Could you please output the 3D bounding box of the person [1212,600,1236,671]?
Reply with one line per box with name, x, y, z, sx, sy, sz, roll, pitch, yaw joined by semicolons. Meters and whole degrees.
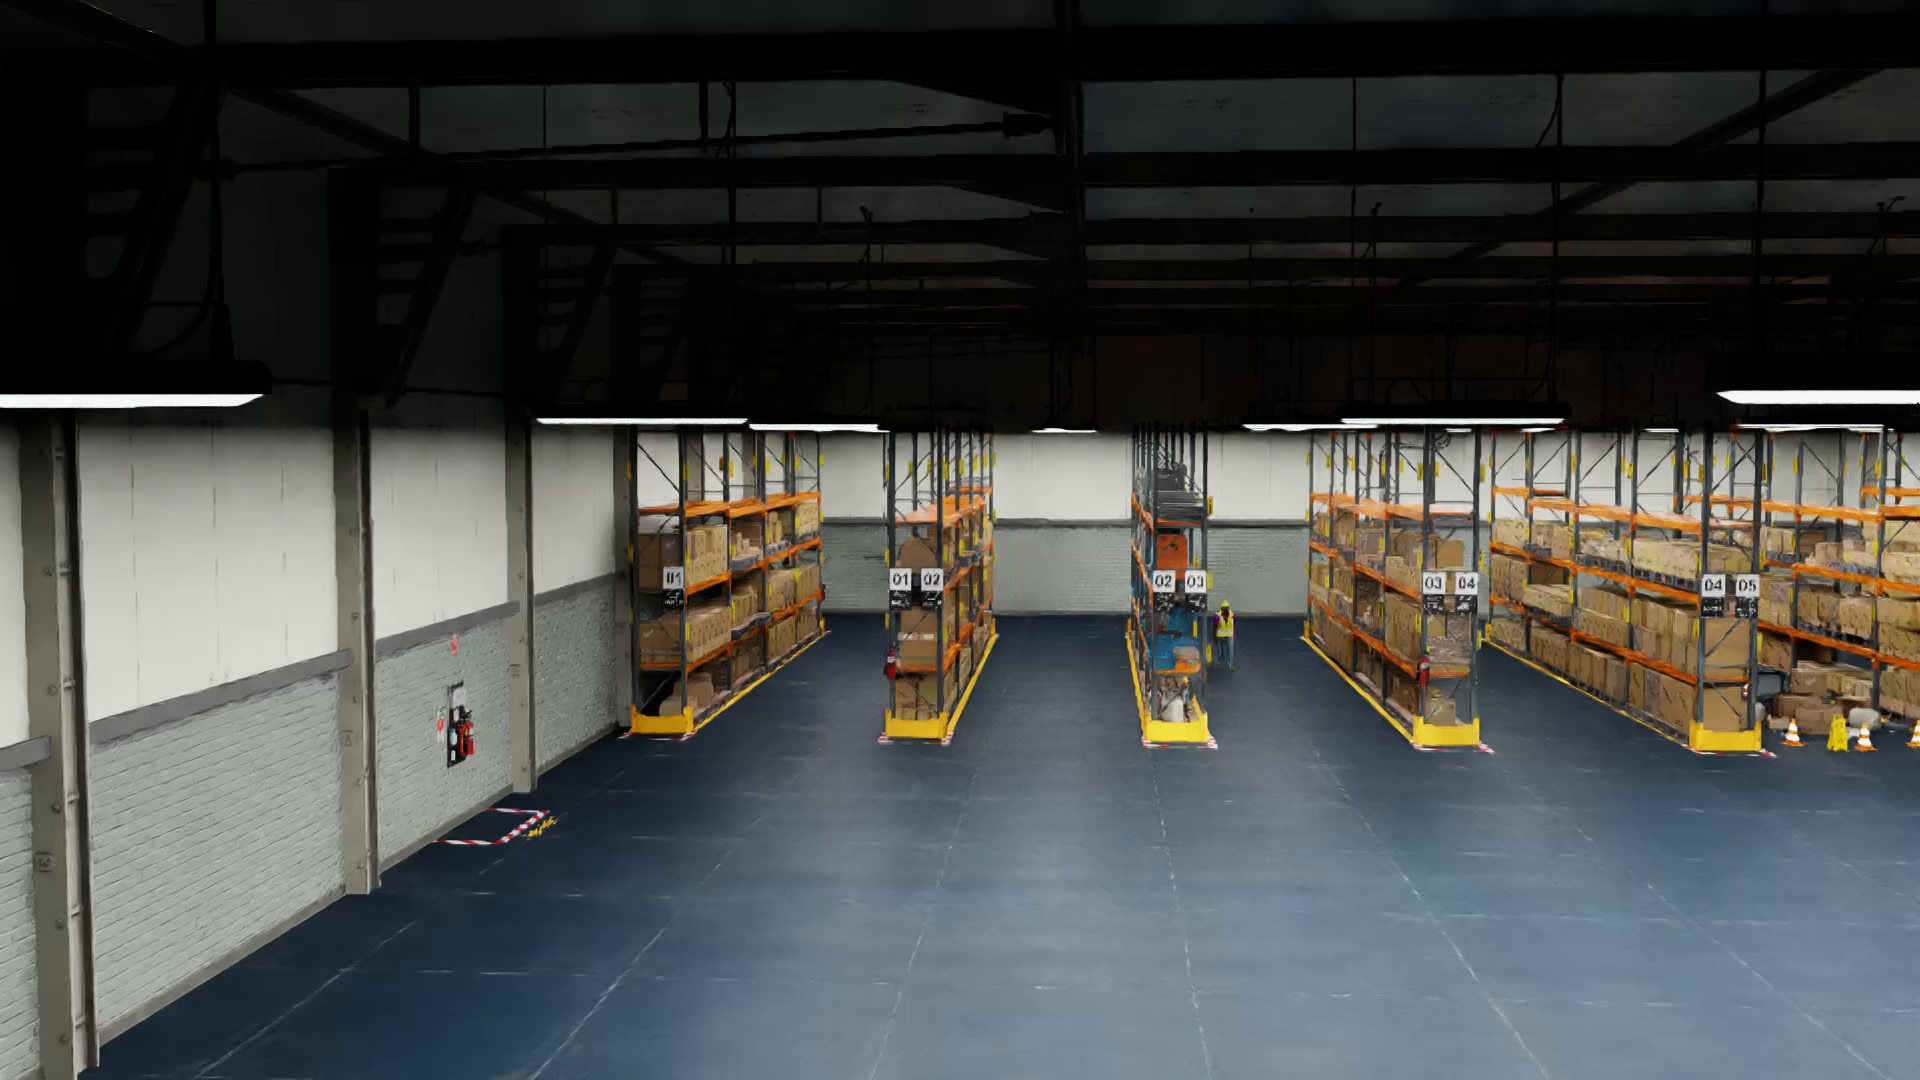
person;6.431;2.304;40.421;0.582;1.686;1.113;0;4;2
